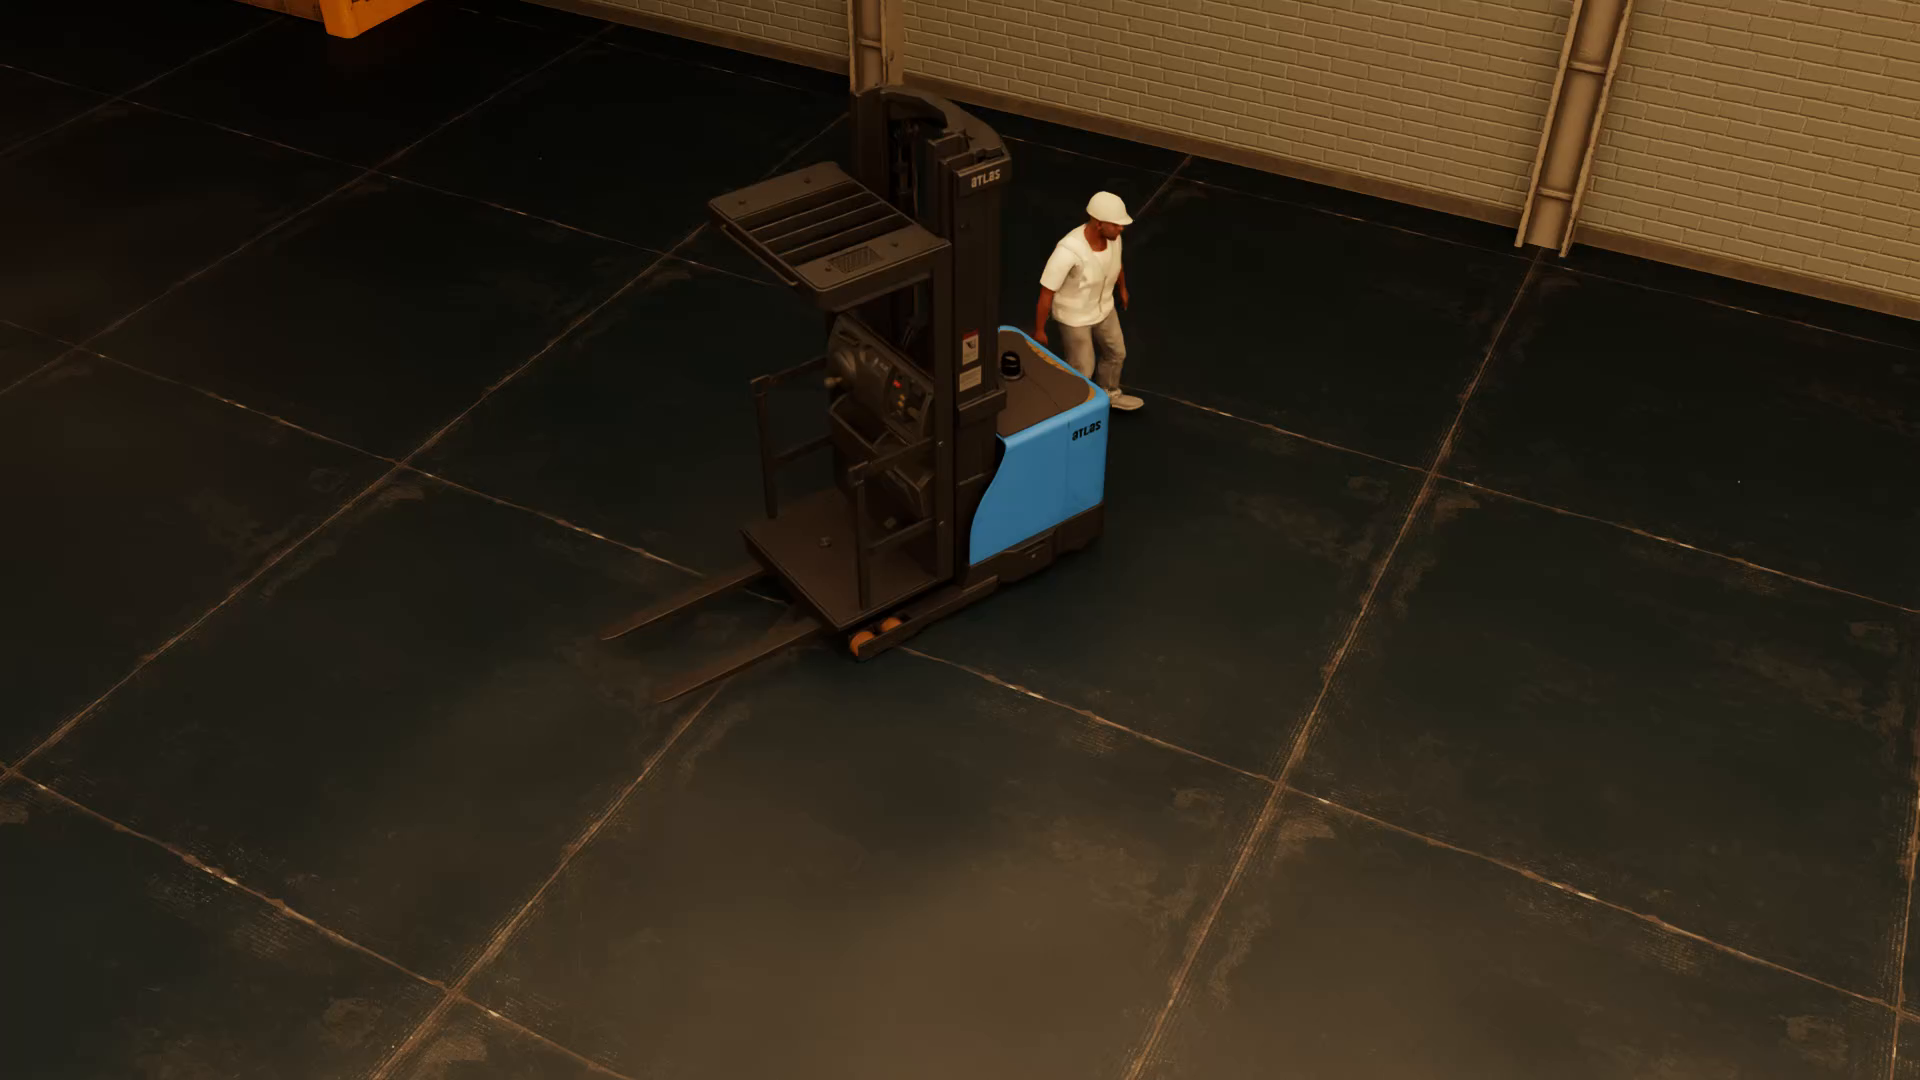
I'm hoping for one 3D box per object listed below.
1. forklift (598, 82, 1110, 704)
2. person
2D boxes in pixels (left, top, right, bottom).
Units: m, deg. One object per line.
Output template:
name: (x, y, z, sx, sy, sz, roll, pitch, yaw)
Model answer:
forklift: (-0.607, -0.827, 8.968, 3.031, 2.935, 1.130, -25, 46, -27)
person: (0.842, -1.440, 10.569, 0.438, 1.728, 0.866, 32, 50, 32)
